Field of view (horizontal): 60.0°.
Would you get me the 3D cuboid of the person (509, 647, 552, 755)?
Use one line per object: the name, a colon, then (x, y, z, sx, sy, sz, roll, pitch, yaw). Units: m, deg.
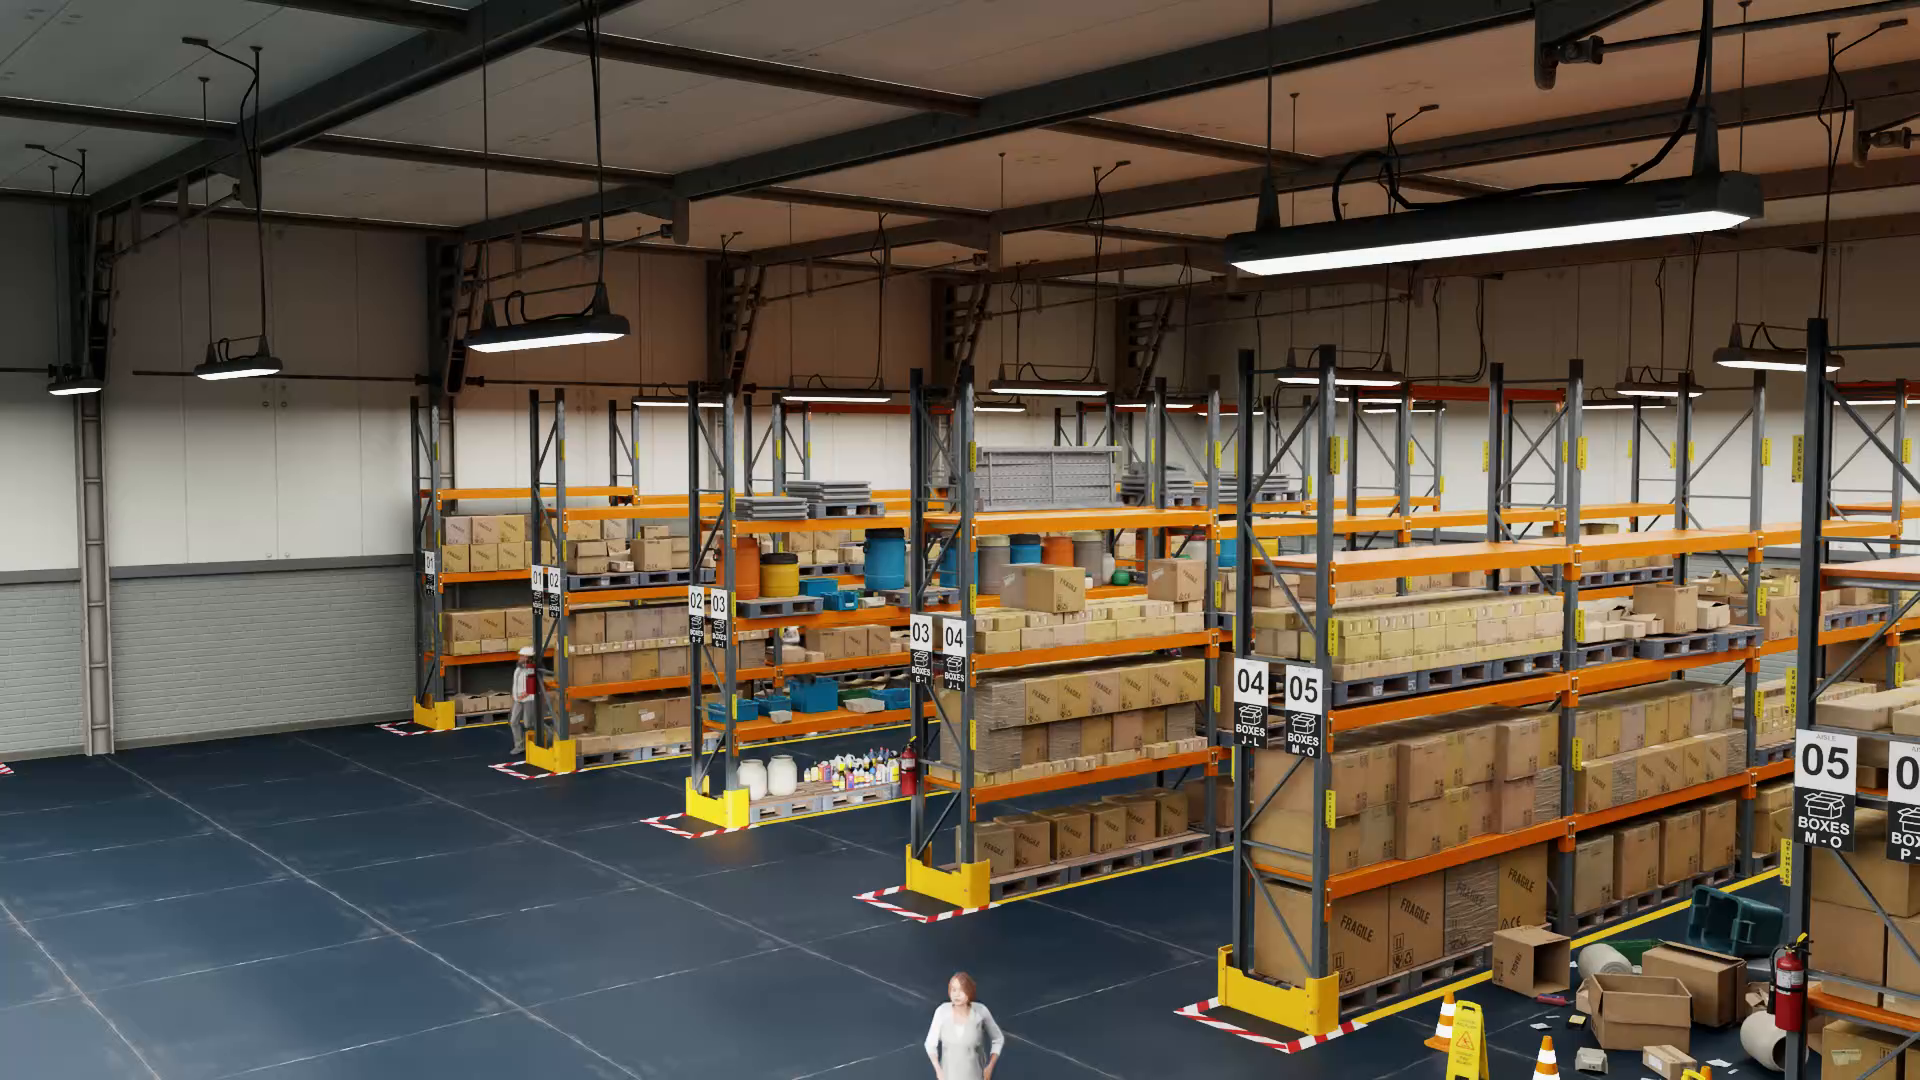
person: (-7.199, 2.661, 27.757, 0.669, 1.773, 0.815, 2, 4, 34)

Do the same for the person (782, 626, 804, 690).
person: (-3.235, 2.174, 31.558, 0.592, 1.741, 0.808, 3, 5, 42)

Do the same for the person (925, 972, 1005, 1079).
person: (0.034, 3.719, 11.404, 0.543, 1.586, 0.694, 0, 3, 6)
